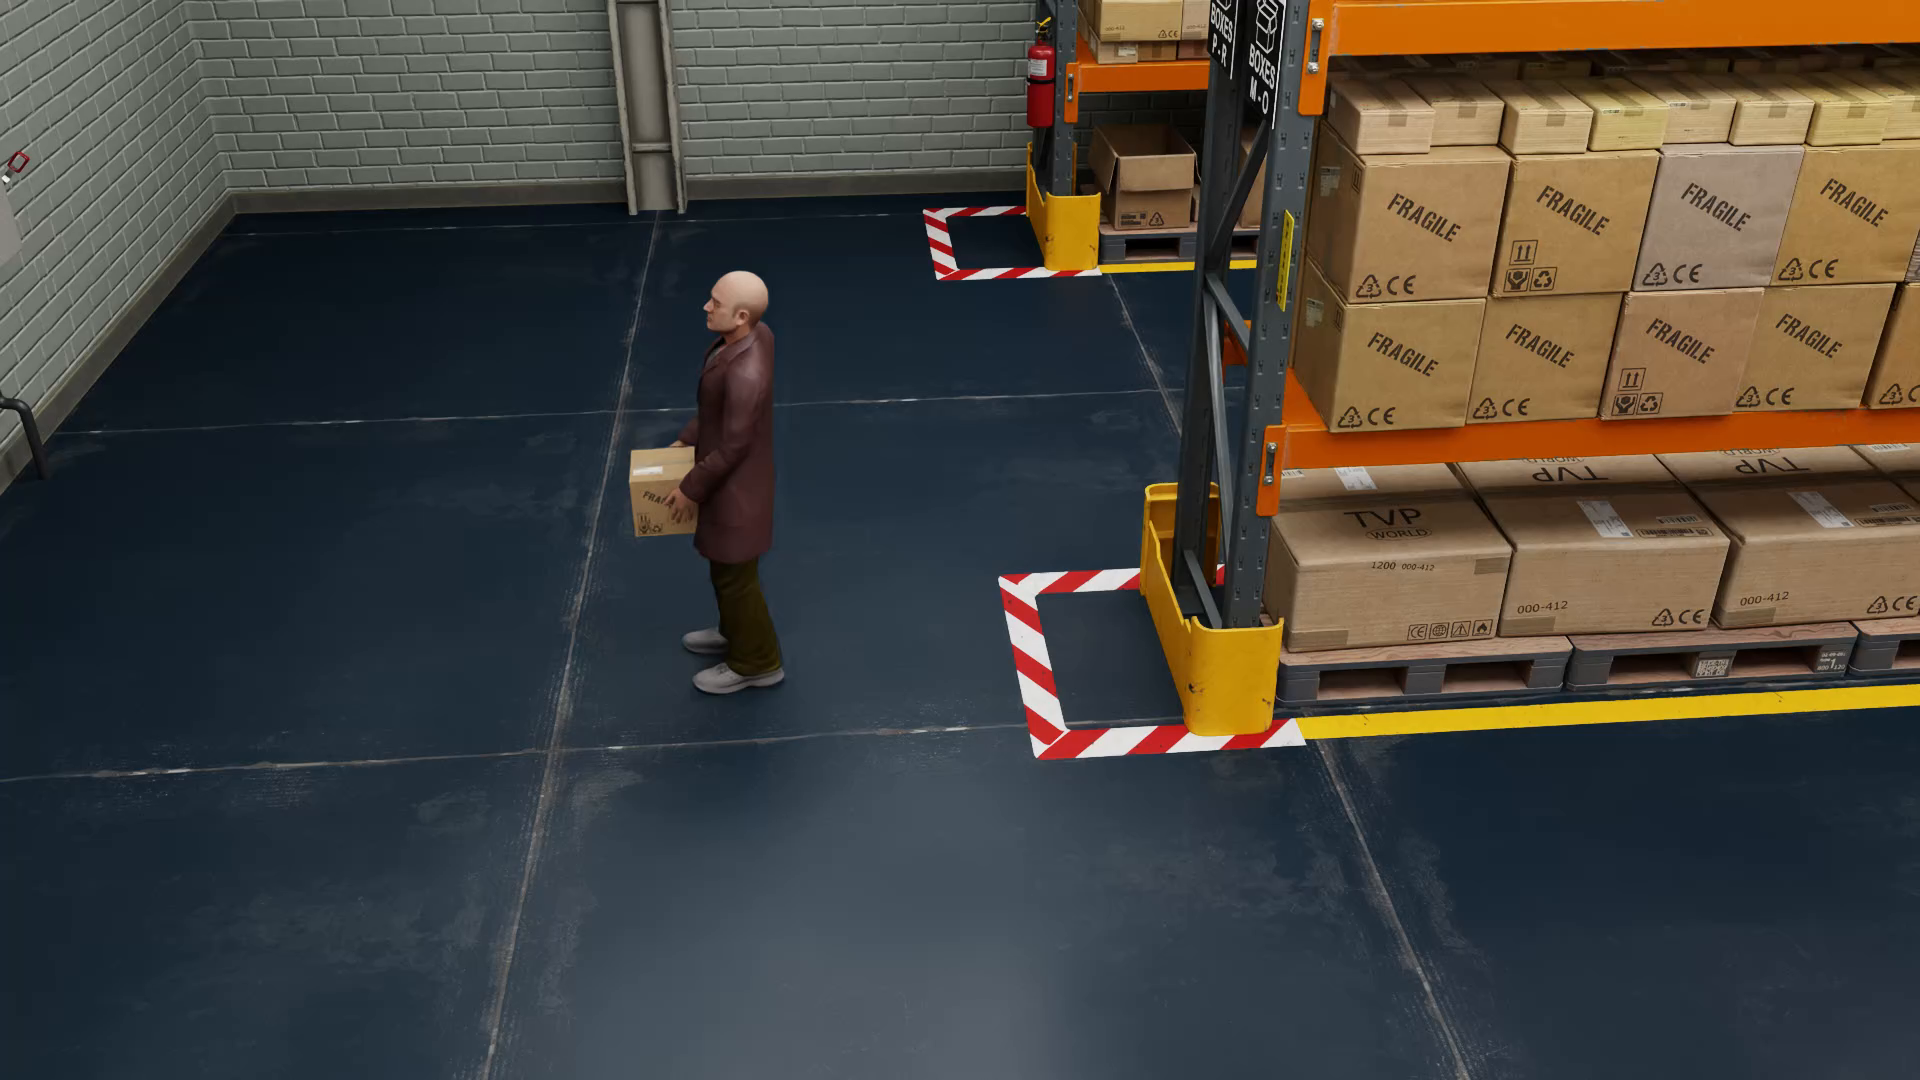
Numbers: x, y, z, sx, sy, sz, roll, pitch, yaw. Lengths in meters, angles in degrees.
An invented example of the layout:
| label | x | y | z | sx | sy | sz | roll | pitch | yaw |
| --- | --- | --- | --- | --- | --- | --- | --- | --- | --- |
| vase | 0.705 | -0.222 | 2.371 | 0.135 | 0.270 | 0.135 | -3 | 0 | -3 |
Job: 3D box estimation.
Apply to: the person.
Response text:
| label | x | y | z | sx | sy | sz | roll | pitch | yaw |
| --- | --- | --- | --- | --- | --- | --- | --- | --- | --- |
| person | -0.935 | -0.205 | 6.491 | 0.481 | 1.784 | 0.585 | -2 | 31 | -4 |
